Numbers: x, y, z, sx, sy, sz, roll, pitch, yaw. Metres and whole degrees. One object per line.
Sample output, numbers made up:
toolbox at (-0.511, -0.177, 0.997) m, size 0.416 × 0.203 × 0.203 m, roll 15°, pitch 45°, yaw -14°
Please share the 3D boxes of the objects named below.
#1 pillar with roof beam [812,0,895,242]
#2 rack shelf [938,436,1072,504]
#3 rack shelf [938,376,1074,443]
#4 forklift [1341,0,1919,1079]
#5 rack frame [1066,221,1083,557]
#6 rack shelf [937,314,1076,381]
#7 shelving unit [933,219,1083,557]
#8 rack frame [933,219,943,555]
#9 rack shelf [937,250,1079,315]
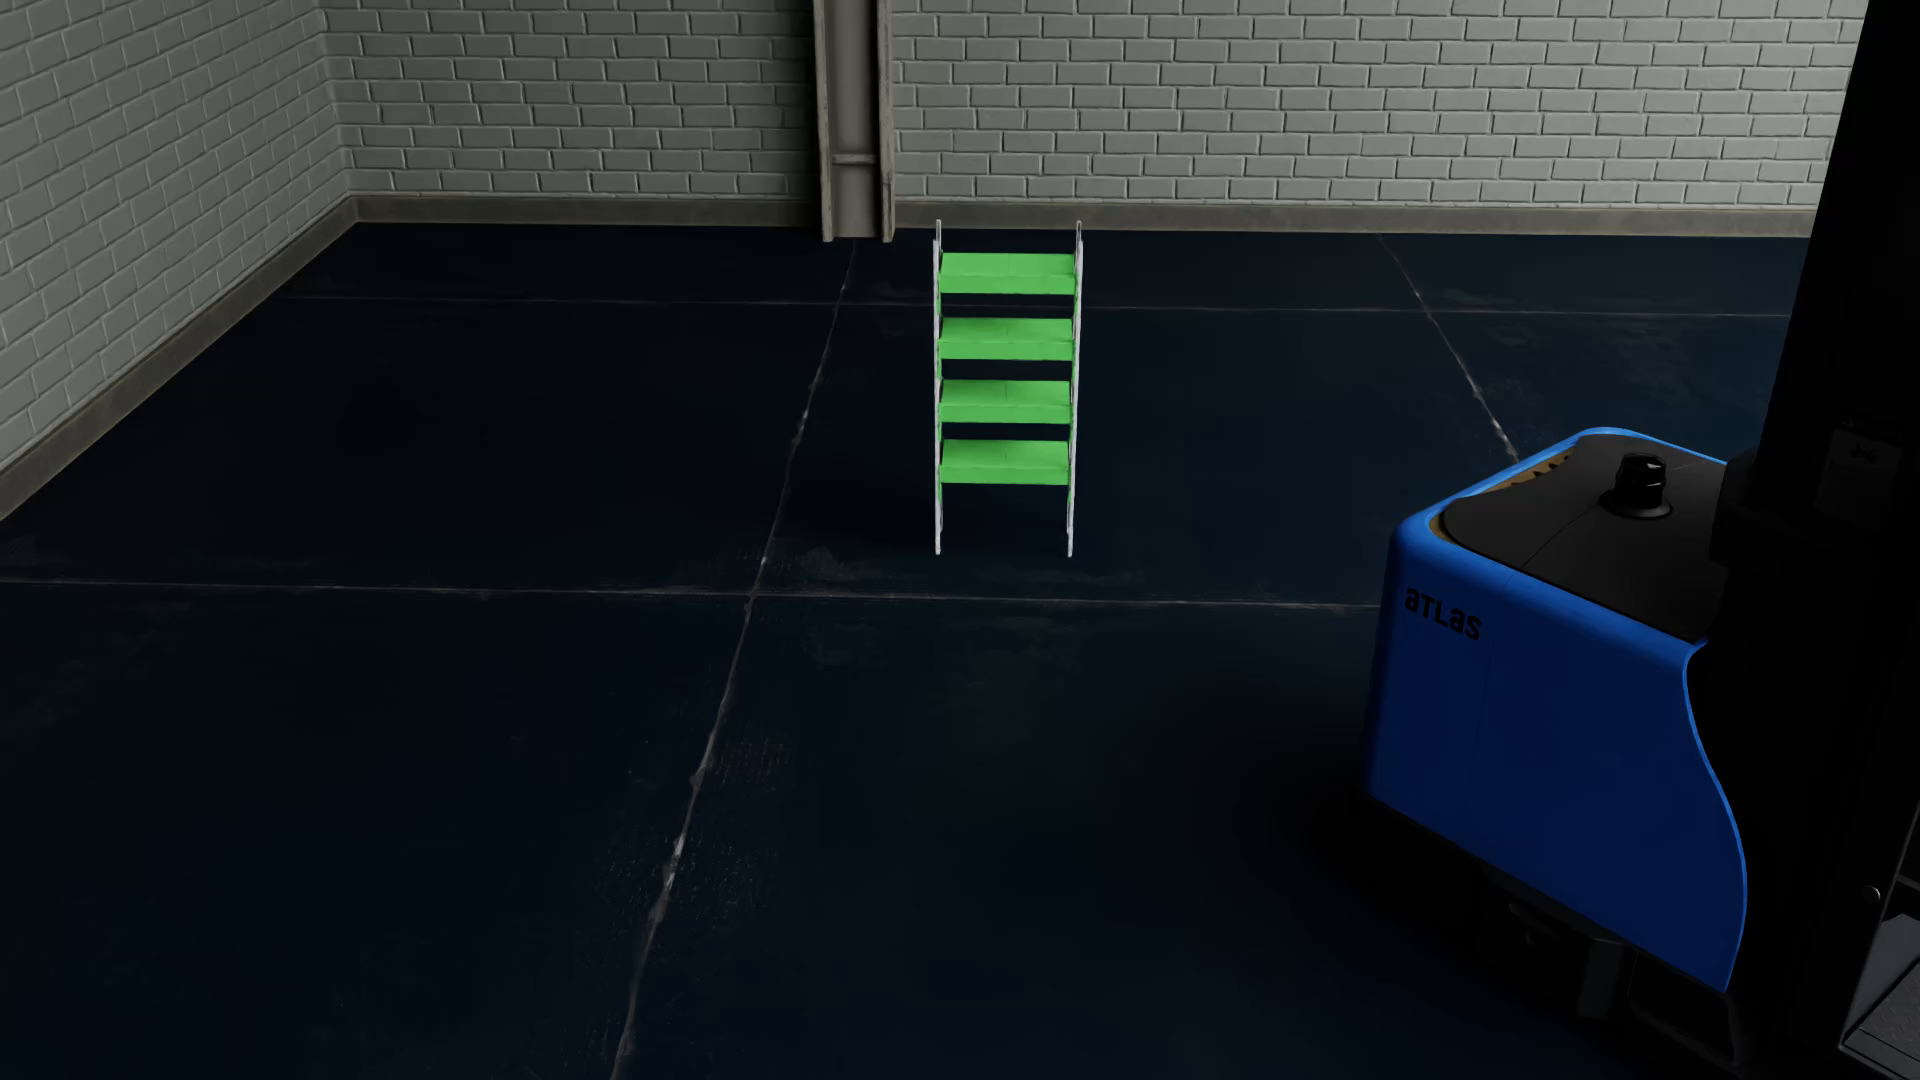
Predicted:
pillar with roof beam at (-0.733, -3.726, 3.671) m, size 0.400 × 9.000 × 9.100 m, roll 1°, pitch 28°, yaw 2°
rack shelf at (0.165, -0.259, 6.106) m, size 0.480 × 0.148 × 0.258 m, roll 1°, pitch 28°, yaw 2°
rack shelf at (0.165, -0.471, 5.994) m, size 0.480 × 0.148 × 0.258 m, roll 1°, pitch 28°, yaw 2°
forklift at (2.375, -0.009, 3.138) m, size 1.130 × 2.935 × 3.031 m, roll -22°, pitch 35°, yaw -35°
rack frame at (0.409, -0.523, 5.956) m, size 0.015 × 1.200 × 0.240 m, roll 1°, pitch 28°, yaw 2°
rack shelf at (0.165, -0.683, 5.881) m, size 0.480 × 0.148 × 0.258 m, roll 1°, pitch 28°, yaw 2°
shelving unit at (0.165, -0.527, 5.964) m, size 0.503 × 1.200 × 0.258 m, roll 1°, pitch 28°, yaw 2°
rack frame at (-0.078, -0.531, 5.971) m, size 0.015 × 1.200 × 0.240 m, roll 1°, pitch 28°, yaw 2°
rack shelf at (0.165, -0.895, 5.769) m, size 0.480 × 0.148 × 0.258 m, roll 1°, pitch 28°, yaw 2°
